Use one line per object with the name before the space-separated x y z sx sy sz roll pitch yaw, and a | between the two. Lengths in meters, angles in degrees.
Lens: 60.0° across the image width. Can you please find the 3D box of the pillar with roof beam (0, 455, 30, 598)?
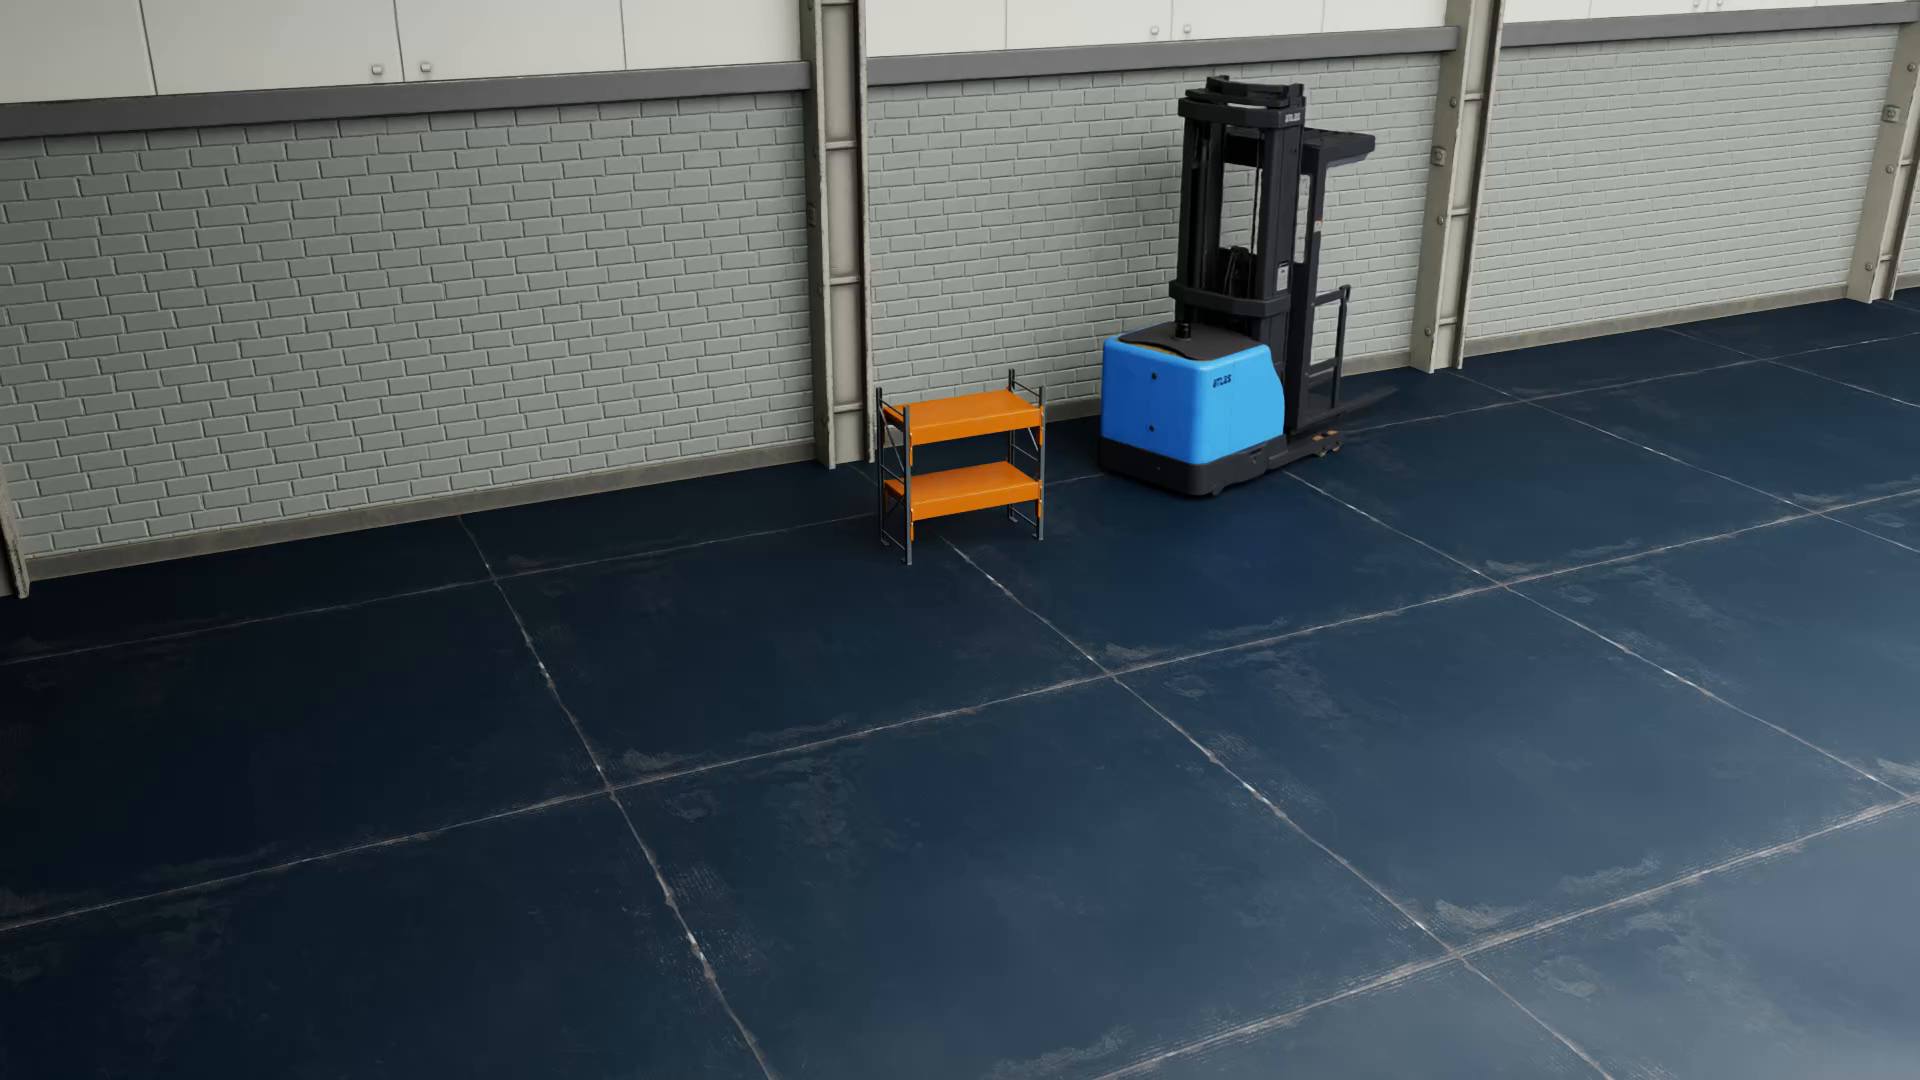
pillar with roof beam | -4.460 -2.322 5.594 0.400 9.000 9.100 -10 25 -24

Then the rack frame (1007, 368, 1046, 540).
rack frame | 0.464 -0.605 11.741 0.032 1.125 0.500 -10 25 -24

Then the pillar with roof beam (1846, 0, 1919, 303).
pillar with roof beam | 11.759 -5.308 12.807 0.400 9.000 9.100 -10 25 -24

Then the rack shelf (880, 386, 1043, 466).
rack shelf | 0.006 -0.791 11.426 1.000 0.278 0.538 -10 25 -24

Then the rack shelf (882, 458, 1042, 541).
rack shelf | 0.006 -0.295 11.631 1.000 0.278 0.538 -10 25 -24

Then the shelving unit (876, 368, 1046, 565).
shelving unit | 0.006 -0.521 11.538 1.048 1.125 0.538 -10 25 -24

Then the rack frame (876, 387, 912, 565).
rack frame | -0.452 -0.437 11.334 0.032 1.125 0.500 -10 25 -24

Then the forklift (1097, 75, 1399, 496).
forklift | 2.477 -2.150 13.113 3.031 2.935 1.130 -21 30 -40

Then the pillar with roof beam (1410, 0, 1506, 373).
pillar with roof beam | 6.353 -4.313 10.403 0.400 9.000 9.100 -10 25 -24

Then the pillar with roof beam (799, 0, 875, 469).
pillar with roof beam | 0.946 -3.317 7.998 0.400 9.000 9.100 -10 25 -24
